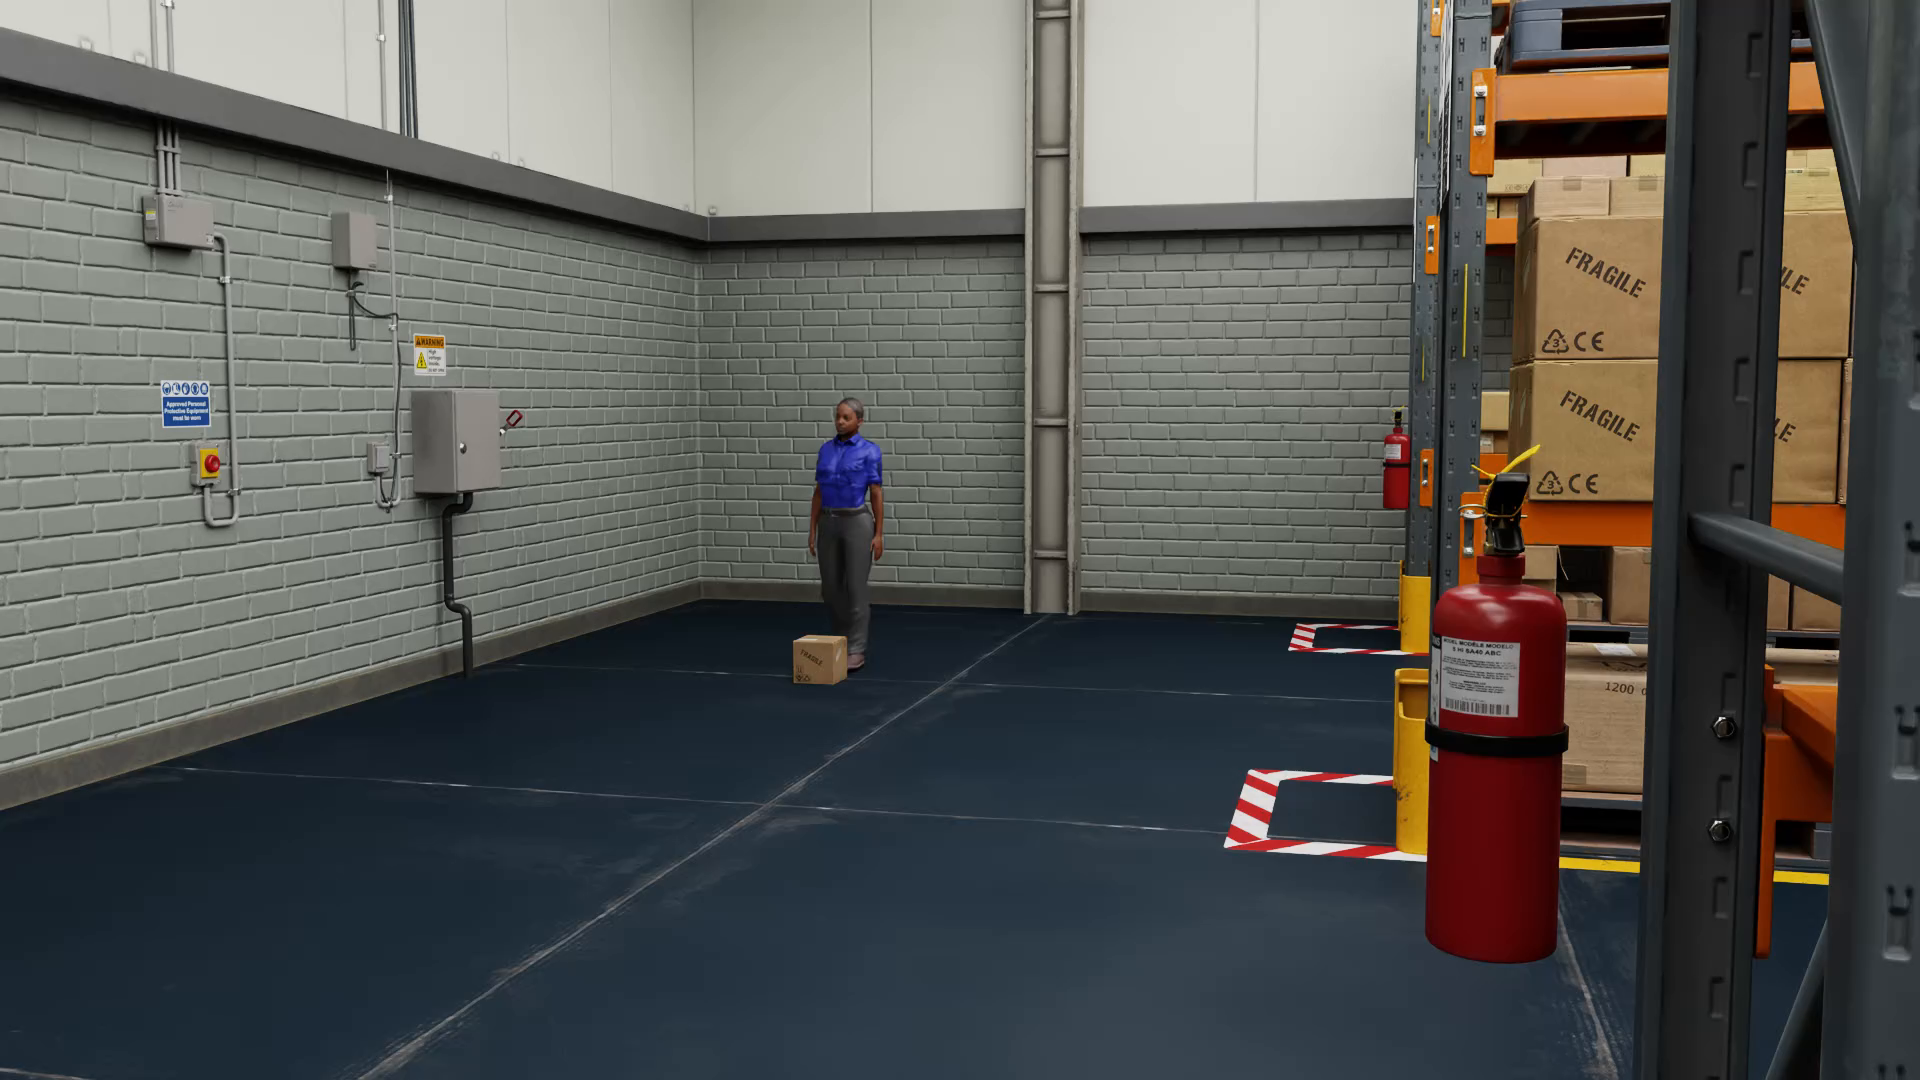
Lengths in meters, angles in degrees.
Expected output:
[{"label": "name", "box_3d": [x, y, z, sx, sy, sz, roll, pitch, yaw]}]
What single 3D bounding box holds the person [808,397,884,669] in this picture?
[{"label": "person", "box_3d": [-0.695, -0.044, 10.242, 0.475, 1.666, 0.489, 2, 5, 25]}]
